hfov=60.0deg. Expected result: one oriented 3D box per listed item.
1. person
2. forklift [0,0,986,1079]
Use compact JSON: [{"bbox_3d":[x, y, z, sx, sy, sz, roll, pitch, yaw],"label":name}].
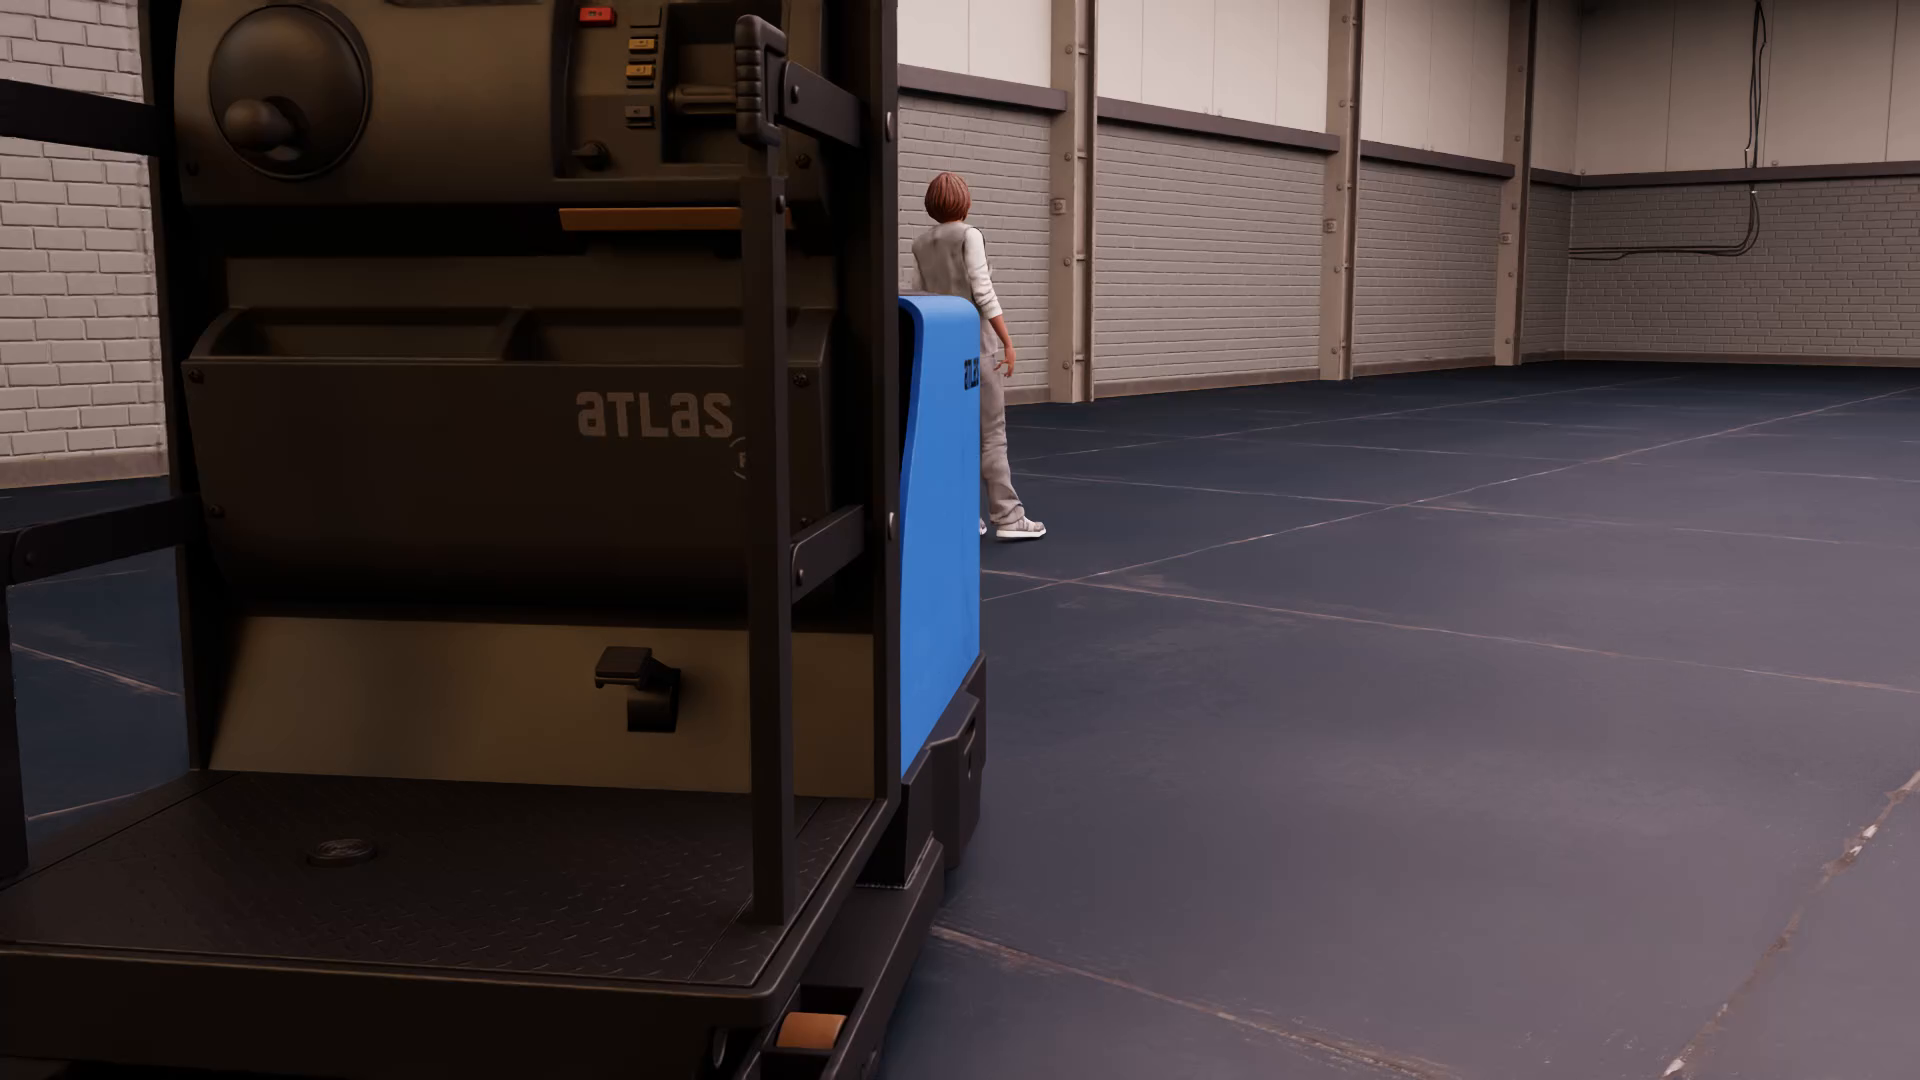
[{"bbox_3d":[0.057,-0.804,7.336,0.520,1.597,0.475,7,11,38],"label":"person"},{"bbox_3d":[-0.667,-0.704,2.097,1.130,2.935,3.031,1,8,8],"label":"forklift"}]
